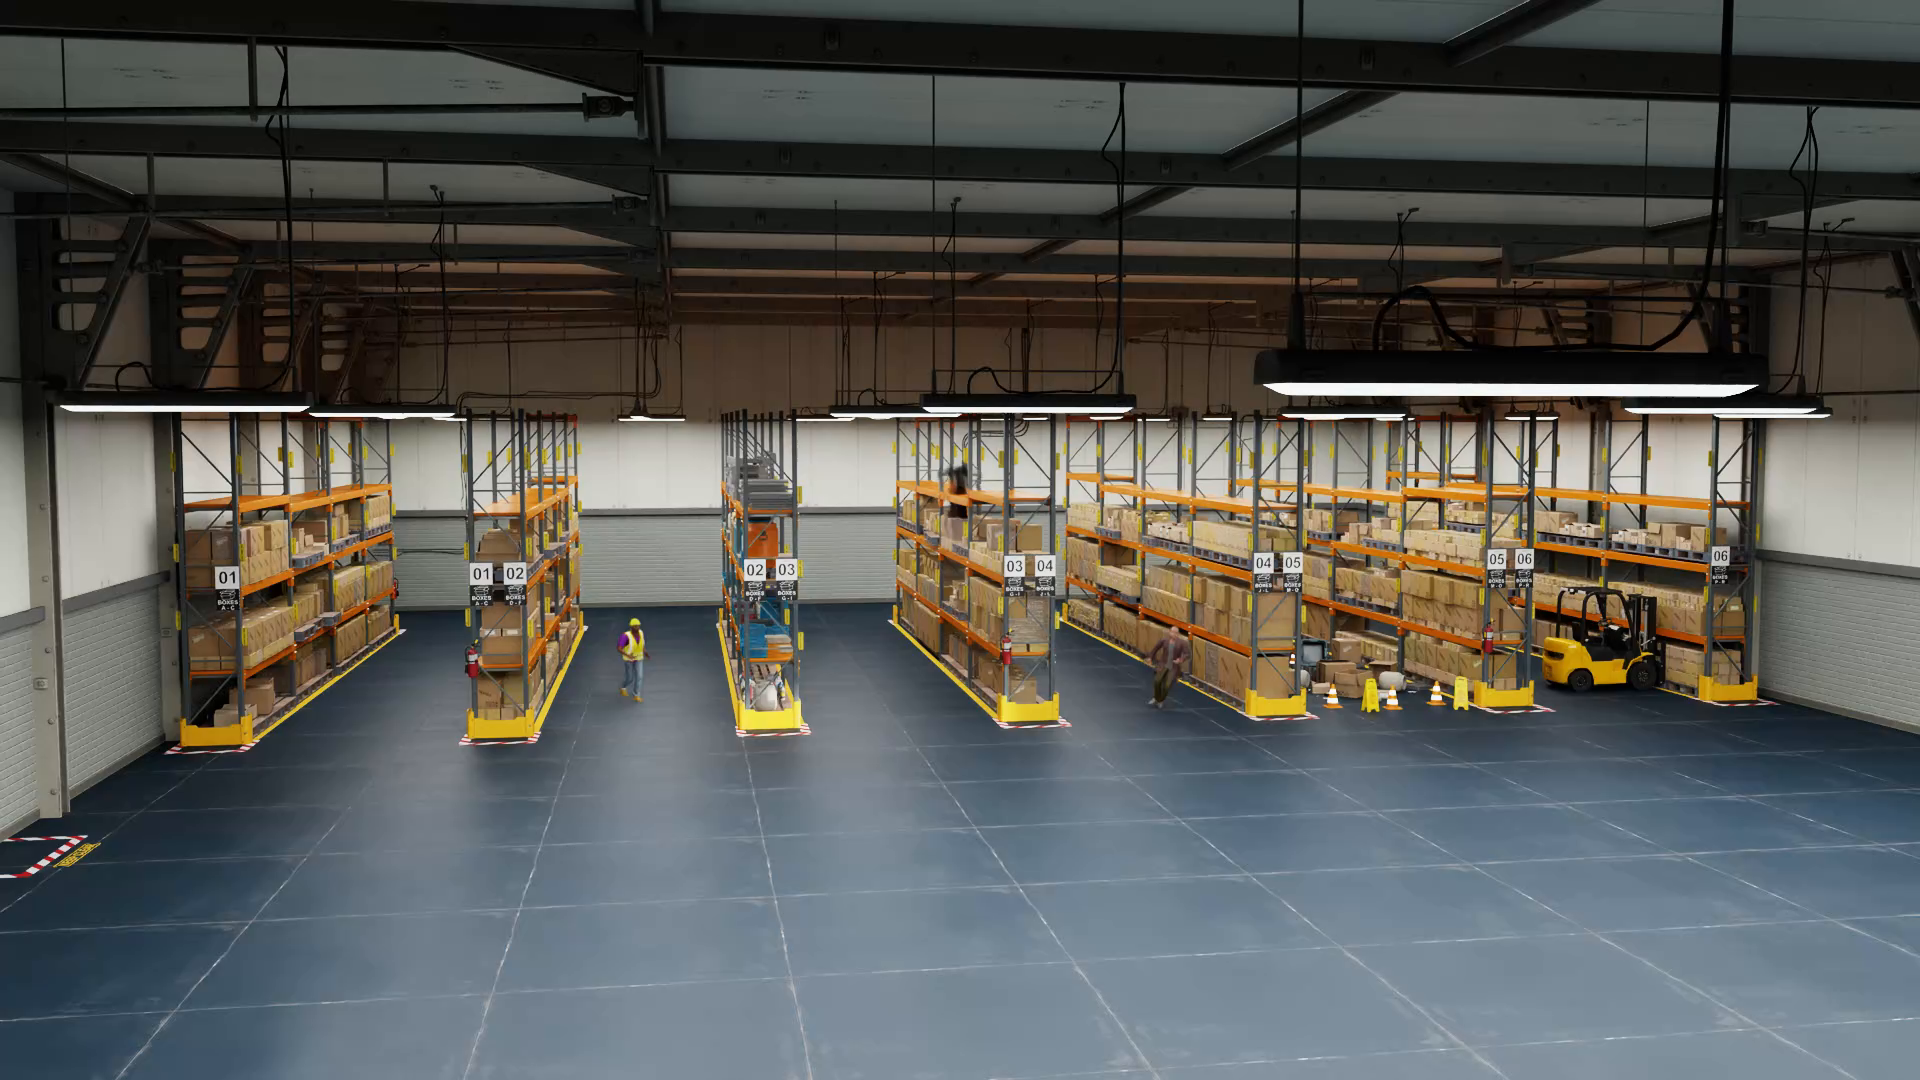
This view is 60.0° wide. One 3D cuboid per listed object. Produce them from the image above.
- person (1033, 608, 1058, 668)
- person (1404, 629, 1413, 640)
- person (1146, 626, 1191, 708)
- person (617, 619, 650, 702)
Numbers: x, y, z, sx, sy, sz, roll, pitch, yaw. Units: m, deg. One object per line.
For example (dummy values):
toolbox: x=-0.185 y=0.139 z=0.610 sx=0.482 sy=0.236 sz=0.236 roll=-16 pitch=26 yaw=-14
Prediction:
person: x=2.006 y=2.211 z=39.357 sx=0.650 sy=1.633 sz=1.013 roll=-2 pitch=4 yaw=-22
person: x=11.363 y=1.959 z=41.537 sx=0.675 sy=1.753 sz=0.915 roll=-1 pitch=4 yaw=-18
person: x=4.185 y=2.571 z=33.439 sx=0.894 sy=1.645 sz=0.733 roll=1 pitch=4 yaw=8
person: x=-6.807 y=2.469 z=34.398 sx=0.696 sy=1.717 sz=0.839 roll=-3 pitch=5 yaw=-36
